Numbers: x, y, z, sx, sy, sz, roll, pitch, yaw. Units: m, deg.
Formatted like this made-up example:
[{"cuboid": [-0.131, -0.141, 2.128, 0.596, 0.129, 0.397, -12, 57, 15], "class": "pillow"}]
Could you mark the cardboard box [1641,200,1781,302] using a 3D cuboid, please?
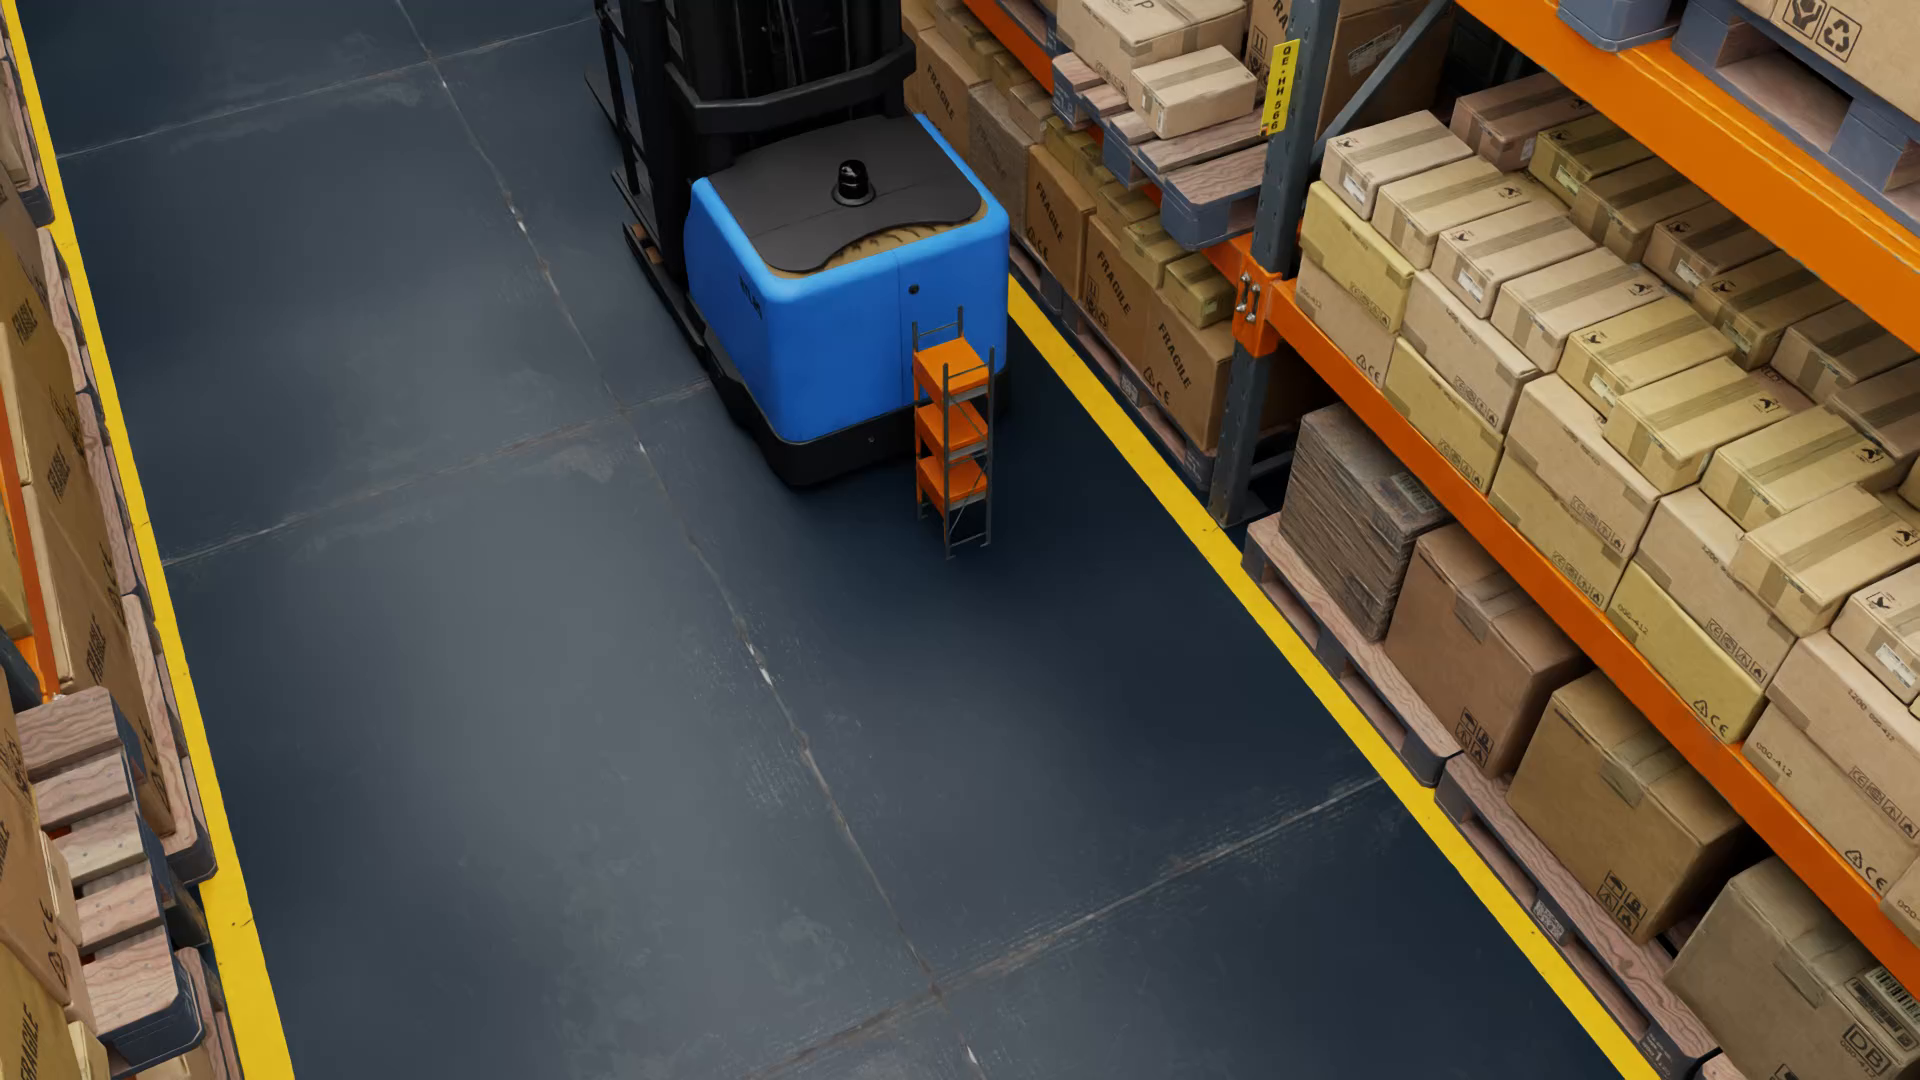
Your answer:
[{"cuboid": [2.258, -0.865, 4.909, 0.380, 0.149, 0.250, -22, 52, -18], "class": "cardboard box"}]

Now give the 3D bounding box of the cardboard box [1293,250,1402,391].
[{"cuboid": [1.457, -0.807, 5.456, 0.500, 0.250, 0.500, -21, 52, -17], "class": "cardboard box"}]

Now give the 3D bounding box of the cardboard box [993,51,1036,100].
[{"cuboid": [0.372, -2.089, 7.428, 0.380, 0.149, 0.250, -21, 52, -17], "class": "cardboard box"}]

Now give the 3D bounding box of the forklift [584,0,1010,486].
[{"cuboid": [-0.914, -2.303, 6.710, 1.130, 2.935, 3.031, -21, 52, -18], "class": "forklift"}]

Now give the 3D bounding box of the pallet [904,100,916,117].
[{"cuboid": [0.047, -2.466, 8.659, 1.003, 0.211, 1.213, -21, 52, -18], "class": "pallet"}]

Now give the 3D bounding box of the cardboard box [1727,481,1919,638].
[{"cuboid": [2.147, 0.045, 4.113, 0.380, 0.149, 0.250, -22, 53, -18], "class": "cardboard box"}]

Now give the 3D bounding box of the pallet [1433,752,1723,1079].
[{"cuboid": [2.368, 1.060, 5.575, 1.003, 0.211, 1.213, -21, 52, -18], "class": "pallet"}]

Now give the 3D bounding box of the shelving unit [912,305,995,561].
[{"cuboid": [-0.025, -0.381, 6.279, 0.215, 1.050, 0.252, -21, 52, -18], "class": "shelving unit"}]

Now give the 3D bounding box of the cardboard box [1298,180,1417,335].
[{"cuboid": [1.435, -0.963, 5.260, 0.500, 0.250, 0.500, -21, 52, -18], "class": "cardboard box"}]

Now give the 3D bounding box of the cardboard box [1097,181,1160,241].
[{"cuboid": [0.787, -1.373, 6.802, 0.380, 0.149, 0.250, -23, 53, -19], "class": "cardboard box"}]

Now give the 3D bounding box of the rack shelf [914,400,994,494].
[{"cuboid": [-0.025, -0.374, 6.287, 0.215, 0.259, 0.240, -21, 52, -18], "class": "rack shelf"}]

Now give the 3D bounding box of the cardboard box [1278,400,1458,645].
[{"cuboid": [1.745, -0.172, 6.099, 0.875, 0.625, 0.625, -20, 52, -16], "class": "cardboard box"}]

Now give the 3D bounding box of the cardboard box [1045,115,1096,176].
[{"cuboid": [0.592, -1.733, 7.116, 0.380, 0.149, 0.250, -22, 52, -18], "class": "cardboard box"}]

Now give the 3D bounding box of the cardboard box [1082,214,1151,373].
[{"cuboid": [0.867, -1.101, 6.994, 0.500, 0.500, 0.500, -22, 52, -18], "class": "cardboard box"}]

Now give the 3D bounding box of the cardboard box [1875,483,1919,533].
[{"cuboid": [2.610, -0.131, 4.532, 0.500, 0.250, 0.500, -22, 52, -18], "class": "cardboard box"}]

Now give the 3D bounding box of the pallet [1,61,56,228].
[{"cuboid": [-5.049, -1.821, 8.095, 1.003, 0.211, 1.213, -21, 52, -18], "class": "pallet"}]

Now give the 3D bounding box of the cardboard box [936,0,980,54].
[{"cuboid": [0.111, -2.427, 7.723, 0.380, 0.149, 0.250, -21, 52, -18], "class": "cardboard box"}]

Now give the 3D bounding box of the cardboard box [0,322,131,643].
[{"cuboid": [-3.587, -0.054, 5.829, 0.875, 0.875, 0.875, -21, 52, -17], "class": "cardboard box"}]

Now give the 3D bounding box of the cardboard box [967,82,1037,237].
[{"cuboid": [0.371, -1.791, 7.598, 0.500, 0.500, 0.500, -23, 53, -19], "class": "cardboard box"}]

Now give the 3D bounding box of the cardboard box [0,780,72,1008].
[{"cuboid": [-2.239, 0.756, 3.446, 0.500, 0.500, 0.500, -22, 52, -18], "class": "cardboard box"}]

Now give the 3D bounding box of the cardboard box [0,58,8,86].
[{"cuboid": [-5.373, -2.554, 8.307, 0.875, 0.438, 0.875, -23, 53, -19], "class": "cardboard box"}]

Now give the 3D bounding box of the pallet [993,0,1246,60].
[{"cuboid": [0.578, -2.475, 6.942, 1.003, 0.211, 1.213, -21, 52, -18], "class": "pallet"}]

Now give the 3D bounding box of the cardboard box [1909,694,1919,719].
[{"cuboid": [2.447, 0.365, 3.833, 0.380, 0.149, 0.250, -22, 52, -18], "class": "cardboard box"}]

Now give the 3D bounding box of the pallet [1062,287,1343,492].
[{"cuboid": [1.164, -0.833, 7.231, 1.003, 0.211, 1.213, -21, 52, -18], "class": "pallet"}]

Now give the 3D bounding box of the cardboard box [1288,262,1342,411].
[{"cuboid": [1.528, -0.932, 6.846, 0.500, 0.500, 0.500, -19, 52, -16], "class": "cardboard box"}]

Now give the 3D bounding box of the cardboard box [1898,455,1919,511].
[{"cuboid": [2.676, -0.153, 4.286, 0.380, 0.149, 0.250, -21, 52, -17], "class": "cardboard box"}]

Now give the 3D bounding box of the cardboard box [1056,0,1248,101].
[{"cuboid": [0.701, -1.921, 6.151, 0.500, 0.250, 0.500, -23, 53, -19], "class": "cardboard box"}]

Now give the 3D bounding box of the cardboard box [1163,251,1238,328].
[{"cuboid": [1.020, -1.010, 6.484, 0.380, 0.149, 0.250, -24, 53, -19], "class": "cardboard box"}]

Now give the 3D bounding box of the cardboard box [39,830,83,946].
[{"cuboid": [-2.239, 0.865, 3.781, 0.380, 0.149, 0.250, -22, 52, -18], "class": "cardboard box"}]

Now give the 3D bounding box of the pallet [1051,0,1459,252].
[{"cuboid": [1.099, -1.604, 6.180, 1.213, 0.211, 1.003, -21, 52, -18], "class": "pallet"}]

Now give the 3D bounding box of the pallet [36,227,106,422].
[{"cuboid": [-4.350, -0.794, 7.197, 1.003, 0.211, 1.213, -21, 52, -18], "class": "pallet"}]

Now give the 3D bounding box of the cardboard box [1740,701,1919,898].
[{"cuboid": [2.404, 0.564, 4.256, 0.500, 0.250, 0.500, -21, 52, -17], "class": "cardboard box"}]

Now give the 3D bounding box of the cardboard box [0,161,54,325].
[{"cuboid": [-4.416, -1.254, 6.879, 0.875, 0.875, 0.875, -20, 52, -16], "class": "cardboard box"}]

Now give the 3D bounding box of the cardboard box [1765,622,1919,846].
[{"cuboid": [2.379, 0.397, 4.070, 0.500, 0.250, 0.500, -20, 52, -17], "class": "cardboard box"}]

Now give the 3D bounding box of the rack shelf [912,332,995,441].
[{"cuboid": [-0.025, -0.561, 6.073, 0.215, 0.259, 0.240, -21, 52, -18], "class": "rack shelf"}]

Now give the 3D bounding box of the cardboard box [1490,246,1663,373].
[{"cuboid": [1.750, -0.658, 4.728, 0.380, 0.149, 0.250, -21, 52, -17], "class": "cardboard box"}]

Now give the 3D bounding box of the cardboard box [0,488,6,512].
[{"cuboid": [-3.191, -0.228, 4.949, 0.500, 0.250, 0.500, -23, 53, -19], "class": "cardboard box"}]

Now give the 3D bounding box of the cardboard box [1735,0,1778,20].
[{"cuboid": [1.906, -1.557, 3.607, 0.700, 0.500, 0.500, -22, 52, -18], "class": "cardboard box"}]

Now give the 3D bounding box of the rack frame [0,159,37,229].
[{"cuboid": [-4.771, -2.203, 6.576, 1.000, 3.000, 0.127, -21, 52, -18], "class": "rack frame"}]

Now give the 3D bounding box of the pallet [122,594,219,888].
[{"cuboid": [-3.234, 0.839, 5.769, 1.003, 0.211, 1.213, -21, 52, -18], "class": "pallet"}]

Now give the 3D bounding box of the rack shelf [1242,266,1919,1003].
[{"cuboid": [2.387, 0.338, 4.833, 1.077, 0.370, 4.000, -21, 52, -18], "class": "rack shelf"}]

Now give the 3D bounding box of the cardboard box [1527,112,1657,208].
[{"cuboid": [2.020, -1.200, 5.202, 0.380, 0.149, 0.250, -20, 52, -17], "class": "cardboard box"}]

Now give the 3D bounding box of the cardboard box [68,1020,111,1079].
[{"cuboid": [-1.992, 1.215, 3.475, 0.380, 0.149, 0.250, -20, 52, -17], "class": "cardboard box"}]

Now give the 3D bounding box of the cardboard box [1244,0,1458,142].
[{"cuboid": [1.375, -1.807, 5.885, 0.500, 0.500, 0.500, -19, 51, -16], "class": "cardboard box"}]

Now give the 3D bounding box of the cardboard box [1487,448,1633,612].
[{"cuboid": [1.925, -0.127, 4.860, 0.500, 0.250, 0.500, -23, 53, -19], "class": "cardboard box"}]

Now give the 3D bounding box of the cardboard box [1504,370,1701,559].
[{"cuboid": [1.909, -0.280, 4.662, 0.500, 0.250, 0.500, -22, 53, -18], "class": "cardboard box"}]

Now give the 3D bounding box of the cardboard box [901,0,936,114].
[{"cuboid": [-0.085, -2.476, 8.197, 0.500, 0.500, 0.500, -22, 52, -18], "class": "cardboard box"}]

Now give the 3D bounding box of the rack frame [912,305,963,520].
[{"cuboid": [-0.080, -0.463, 6.350, 0.200, 1.050, 0.008, -21, 52, -18], "class": "rack frame"}]

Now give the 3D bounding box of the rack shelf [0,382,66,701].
[{"cuboid": [-3.855, -0.627, 5.677, 1.077, 0.370, 4.000, -21, 52, -18], "class": "rack shelf"}]

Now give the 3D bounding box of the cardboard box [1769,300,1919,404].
[{"cuboid": [2.497, -0.525, 4.612, 0.380, 0.149, 0.250, -22, 52, -18], "class": "cardboard box"}]

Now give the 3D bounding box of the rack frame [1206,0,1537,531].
[{"cuboid": [1.472, -1.238, 5.733, 1.000, 3.000, 0.127, -21, 52, -18], "class": "rack frame"}]

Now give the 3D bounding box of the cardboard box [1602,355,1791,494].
[{"cuboid": [1.956, -0.309, 4.423, 0.380, 0.149, 0.250, -20, 52, -17], "class": "cardboard box"}]

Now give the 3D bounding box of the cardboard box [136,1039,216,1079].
[{"cuboid": [-2.690, 1.583, 4.732, 0.950, 0.372, 0.625, -24, 53, -20], "class": "cardboard box"}]

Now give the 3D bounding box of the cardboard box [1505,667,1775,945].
[{"cuboid": [2.359, 0.713, 5.325, 0.875, 0.625, 0.625, -23, 53, -19], "class": "cardboard box"}]

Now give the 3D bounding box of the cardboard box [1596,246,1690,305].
[{"cuboid": [2.160, -0.807, 5.123, 0.500, 0.250, 0.500, -21, 52, -17], "class": "cardboard box"}]

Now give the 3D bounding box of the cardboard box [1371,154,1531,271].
[{"cuboid": [1.479, -0.991, 5.020, 0.380, 0.149, 0.250, -20, 52, -17], "class": "cardboard box"}]
